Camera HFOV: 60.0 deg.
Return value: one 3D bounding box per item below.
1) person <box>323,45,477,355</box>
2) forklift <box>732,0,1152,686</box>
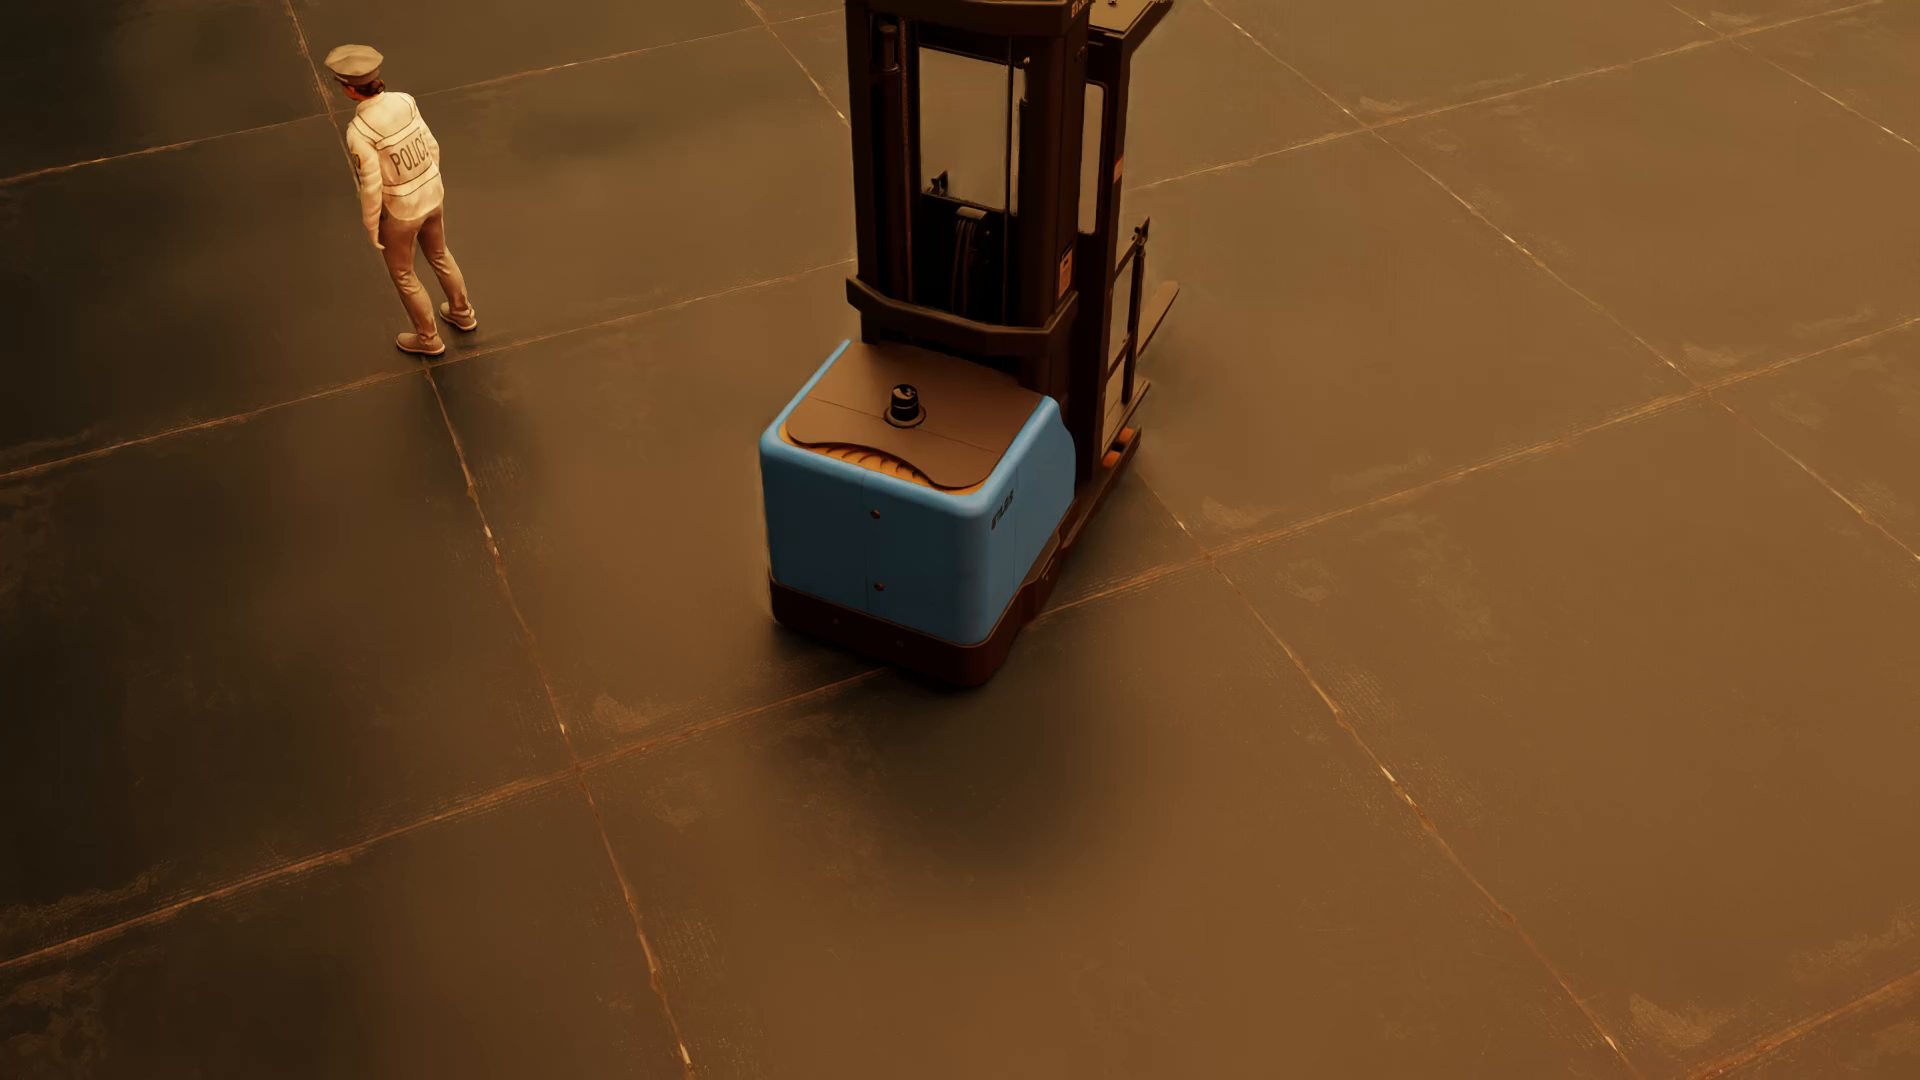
[{"bbox_3d":[-2.817,-1.689,8.421,0.376,1.662,0.543,20,46,20],"label":"person"},{"bbox_3d":[-0.287,-1.461,7.245,1.130,2.935,3.031,-18,46,-18],"label":"forklift"}]
